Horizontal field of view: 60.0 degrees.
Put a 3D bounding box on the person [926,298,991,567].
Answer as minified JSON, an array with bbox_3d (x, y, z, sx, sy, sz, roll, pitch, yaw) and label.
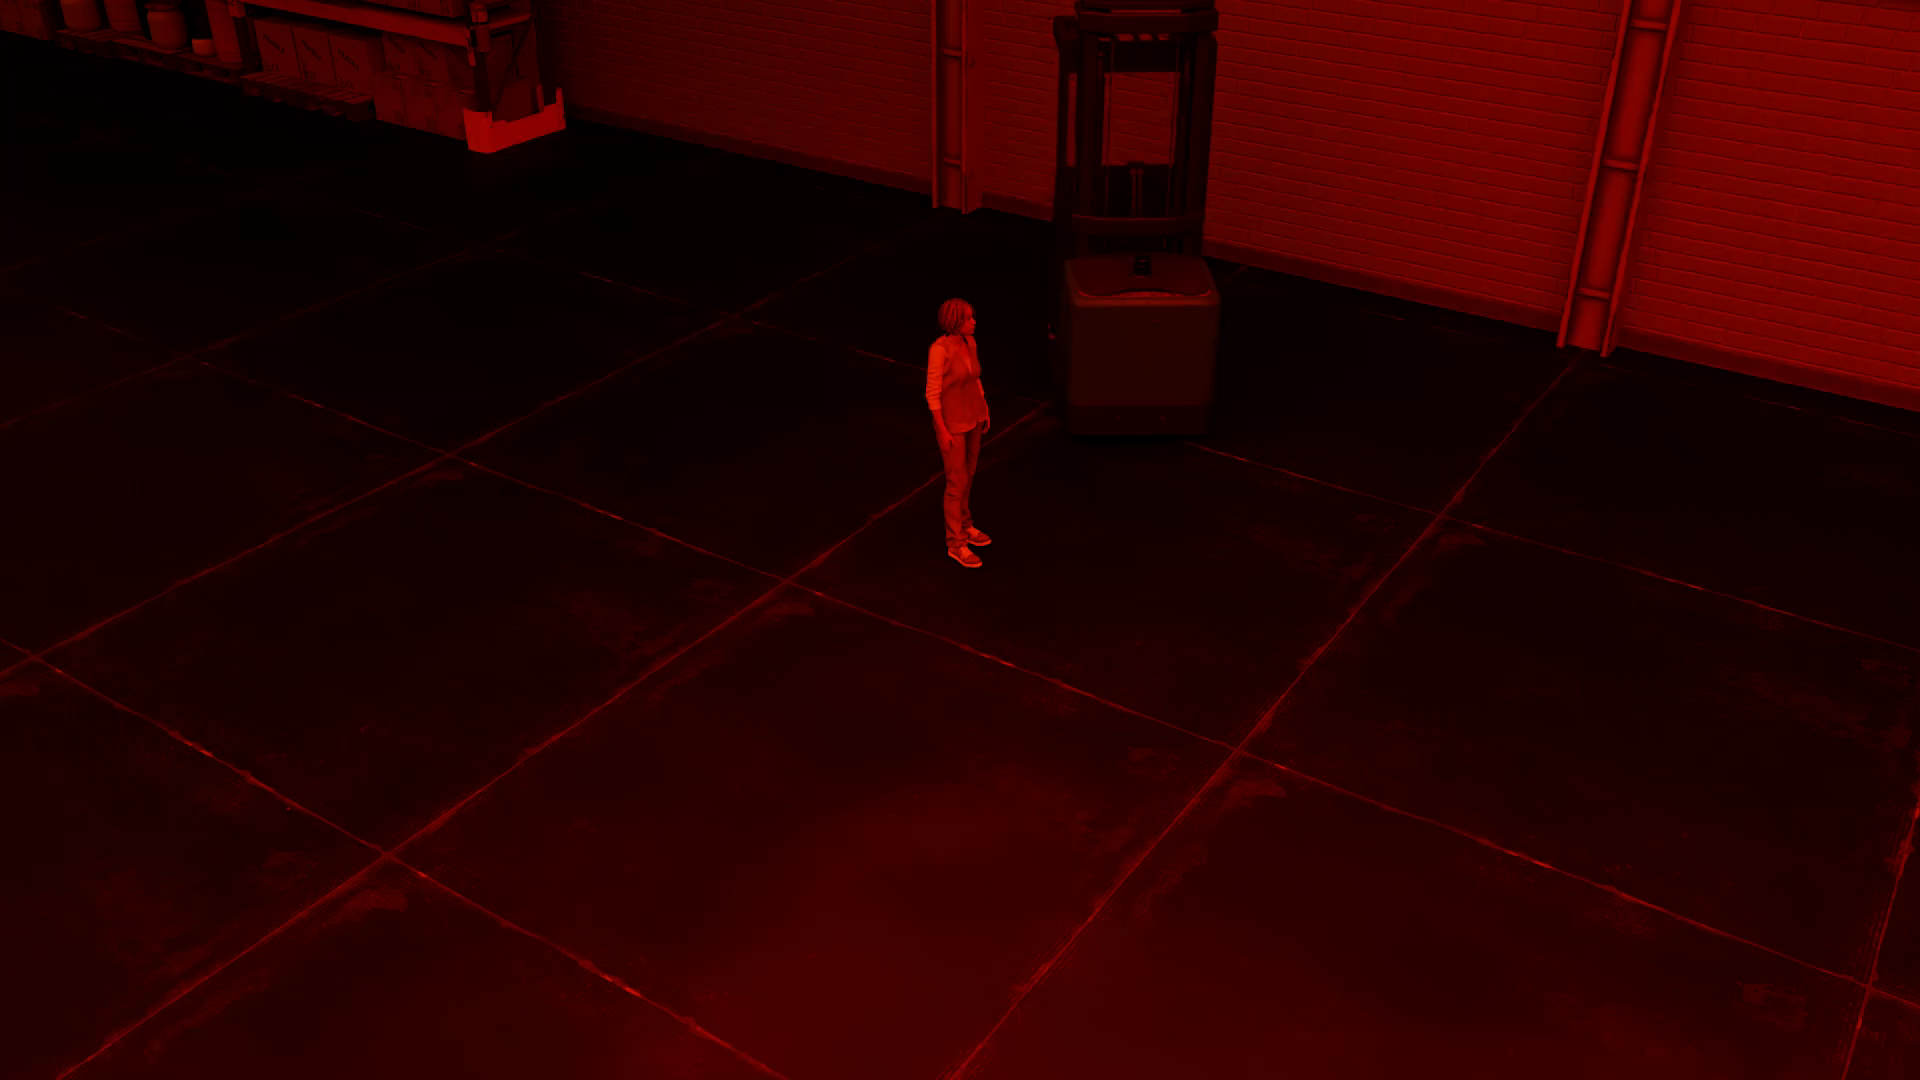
[{"bbox_3d":[0.053,-0.670,10.049,0.475,1.597,0.520,19,35,29],"label":"person"}]

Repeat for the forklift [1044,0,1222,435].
[{"bbox_3d":[1.232,-2.699,12.229,1.130,2.935,3.031,-1,30,-1],"label":"forklift"}]
